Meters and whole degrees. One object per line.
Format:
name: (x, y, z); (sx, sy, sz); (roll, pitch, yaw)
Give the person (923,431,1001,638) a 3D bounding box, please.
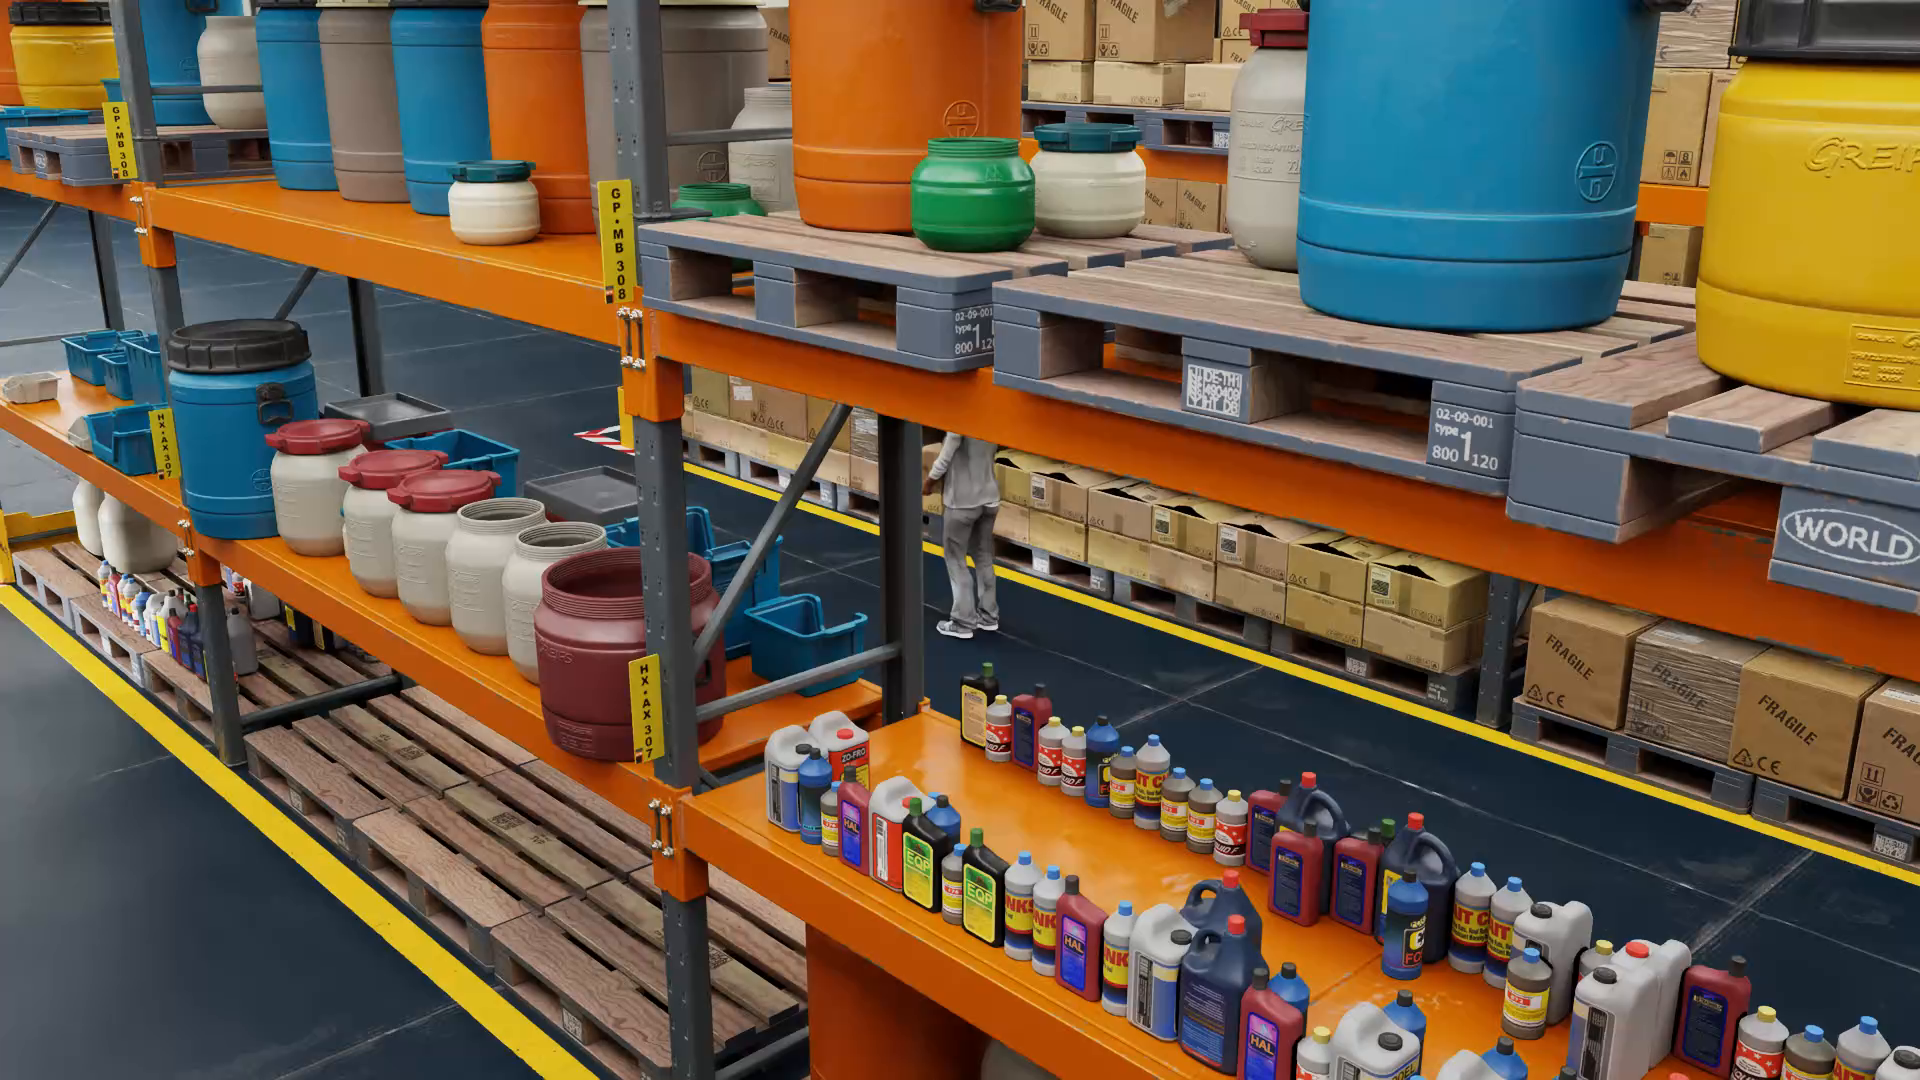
person: (0.007, -0.178, 9.799); (0.404, 1.495, 0.494); (-15, 23, -39)
